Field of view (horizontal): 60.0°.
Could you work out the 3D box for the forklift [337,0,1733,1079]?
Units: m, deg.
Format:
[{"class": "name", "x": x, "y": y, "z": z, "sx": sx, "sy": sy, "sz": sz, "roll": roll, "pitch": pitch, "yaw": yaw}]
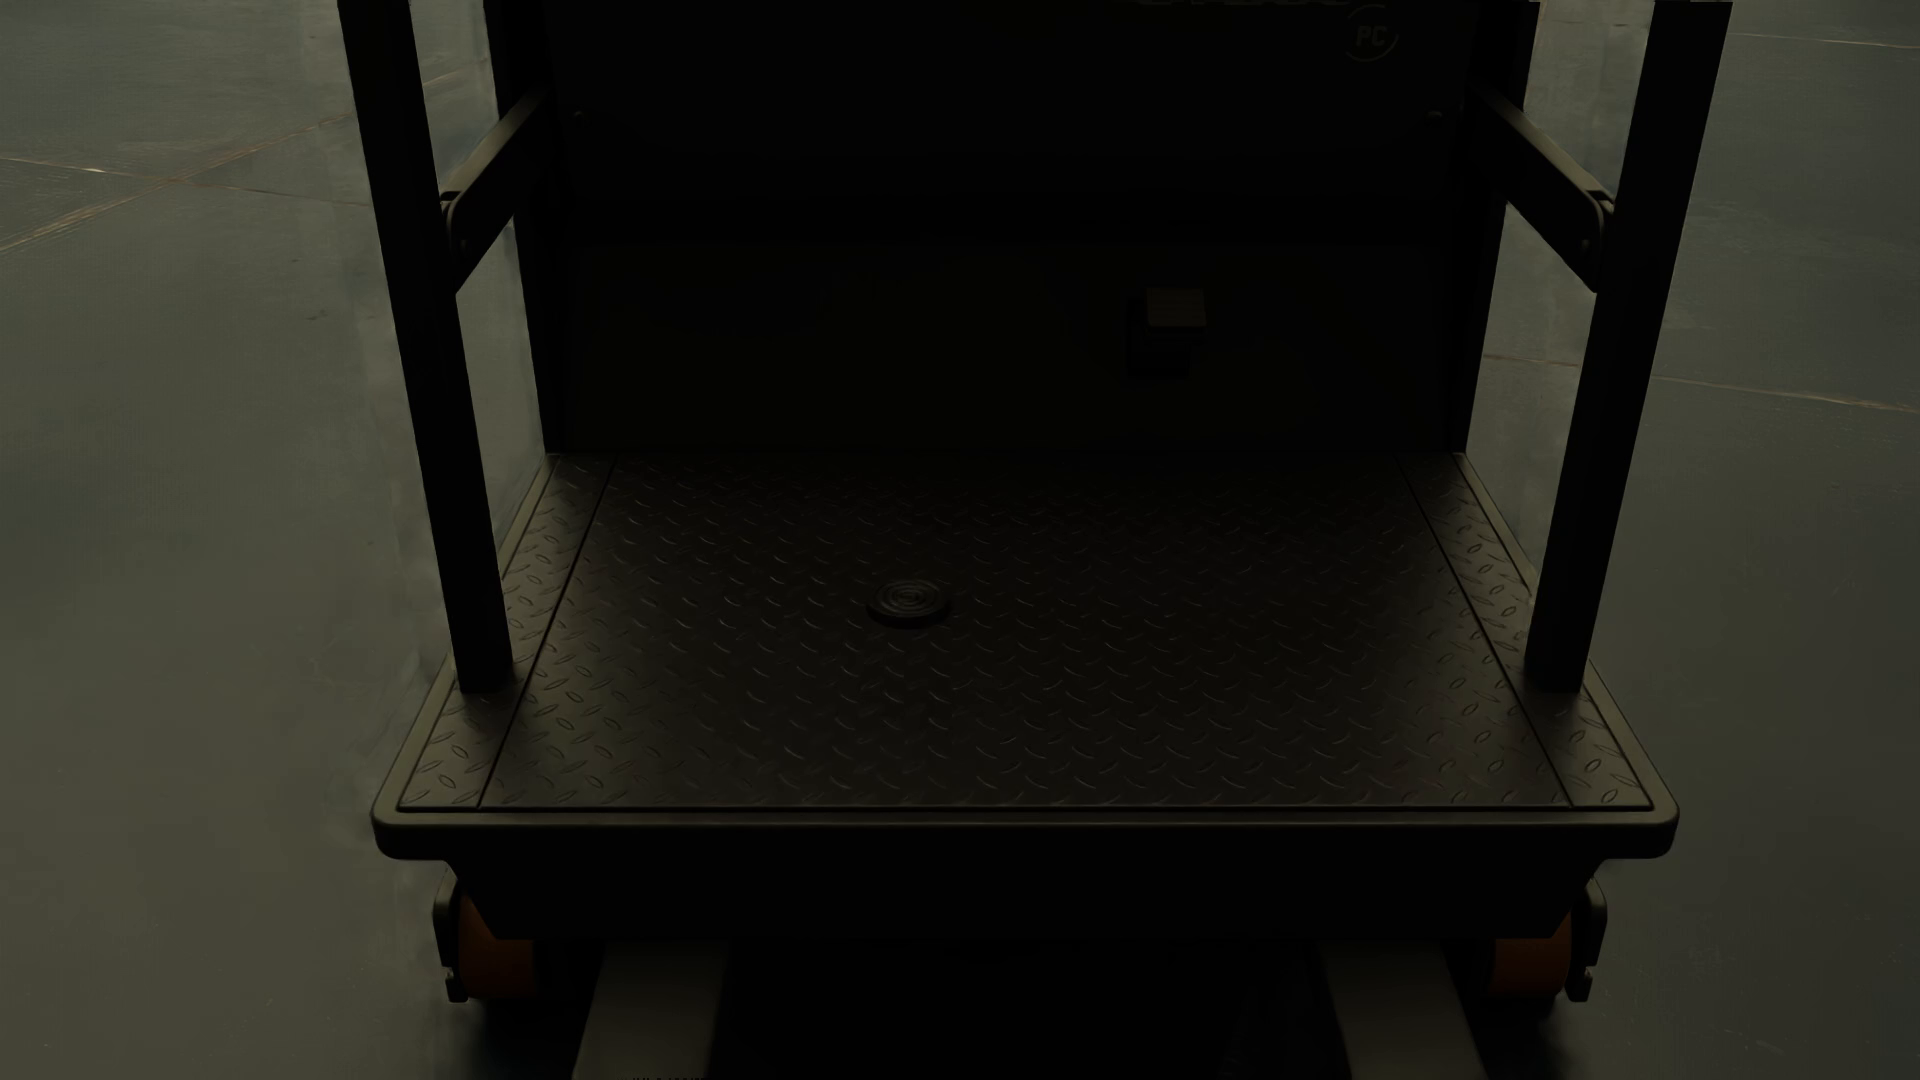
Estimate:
[{"class": "forklift", "x": 0.054, "y": -0.965, "z": 1.230, "sx": 1.130, "sy": 2.935, "sz": 3.031, "roll": 0, "pitch": 30, "yaw": 0}]
